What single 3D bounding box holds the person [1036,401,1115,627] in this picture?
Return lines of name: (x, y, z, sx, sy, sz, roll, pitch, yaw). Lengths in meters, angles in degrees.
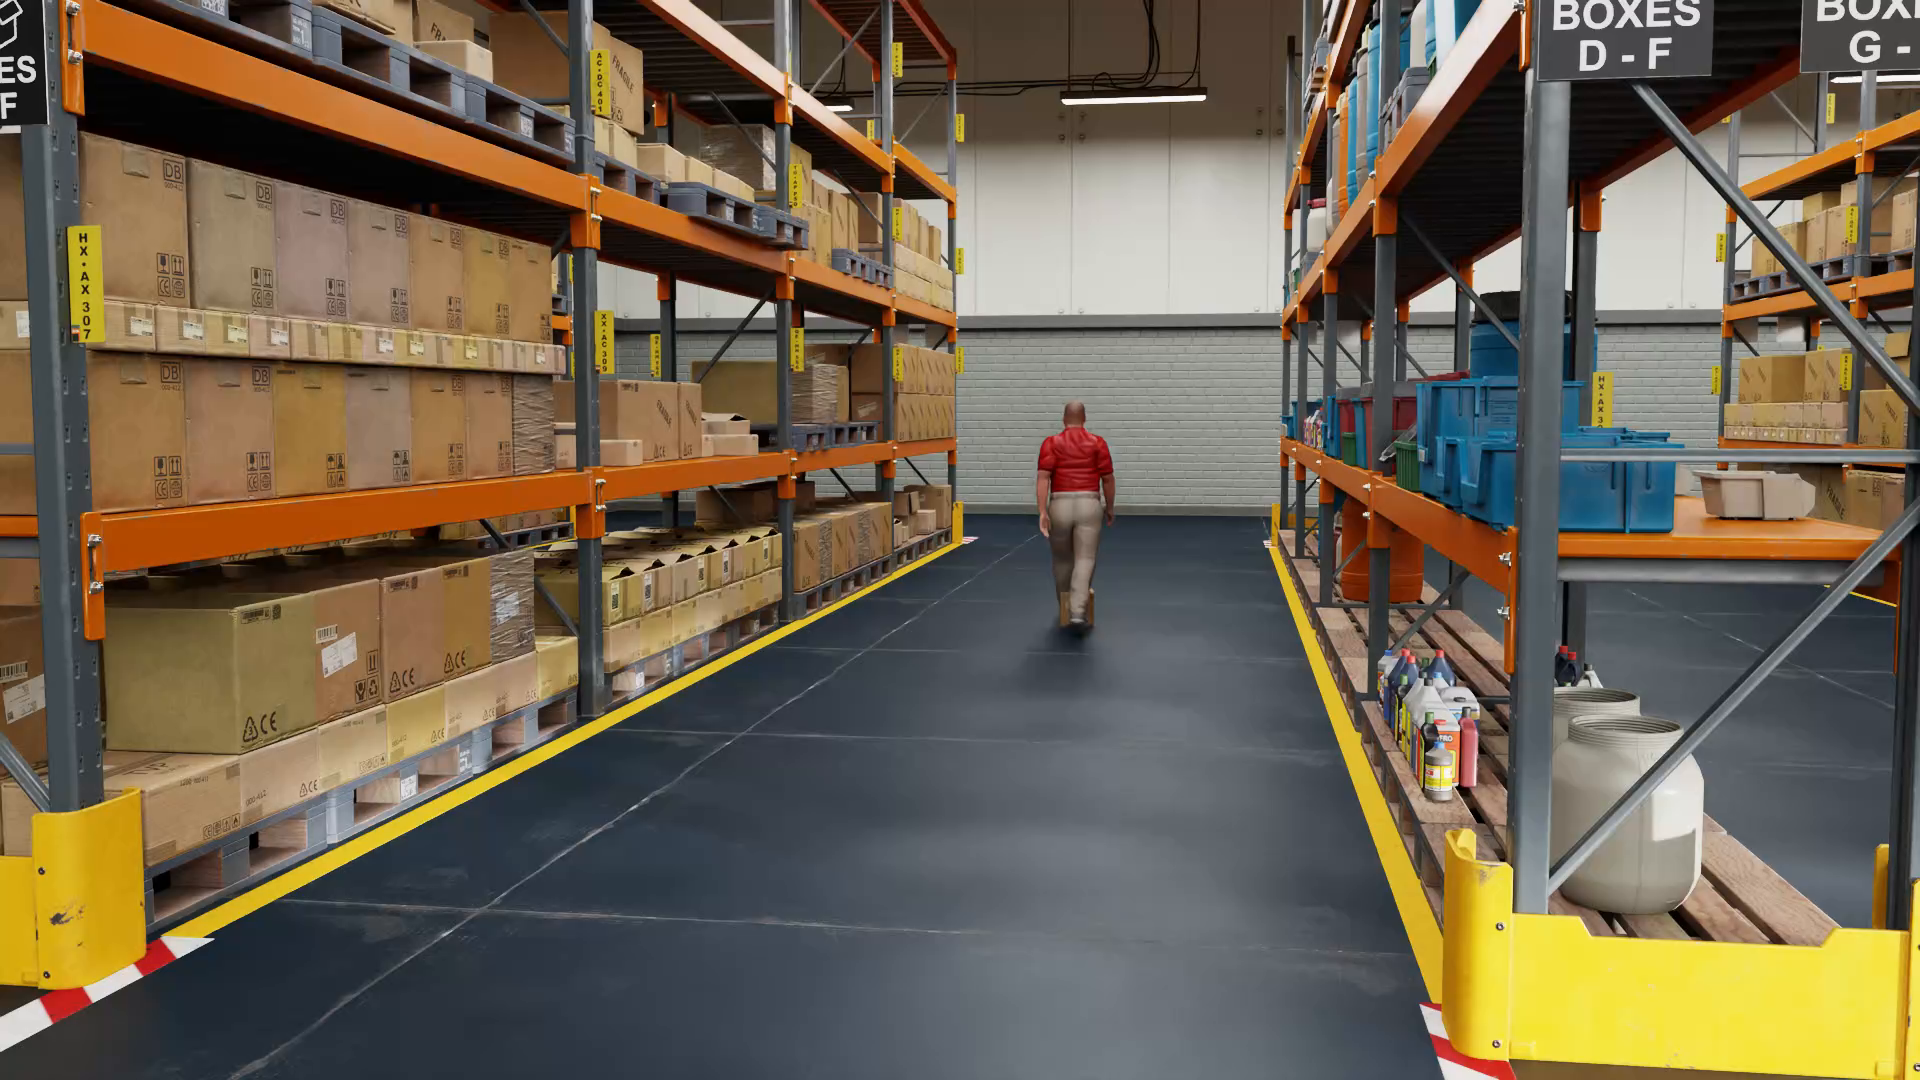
person: (0.868, -0.204, 12.384, 0.564, 1.660, 1.089, 1, 5, 10)
